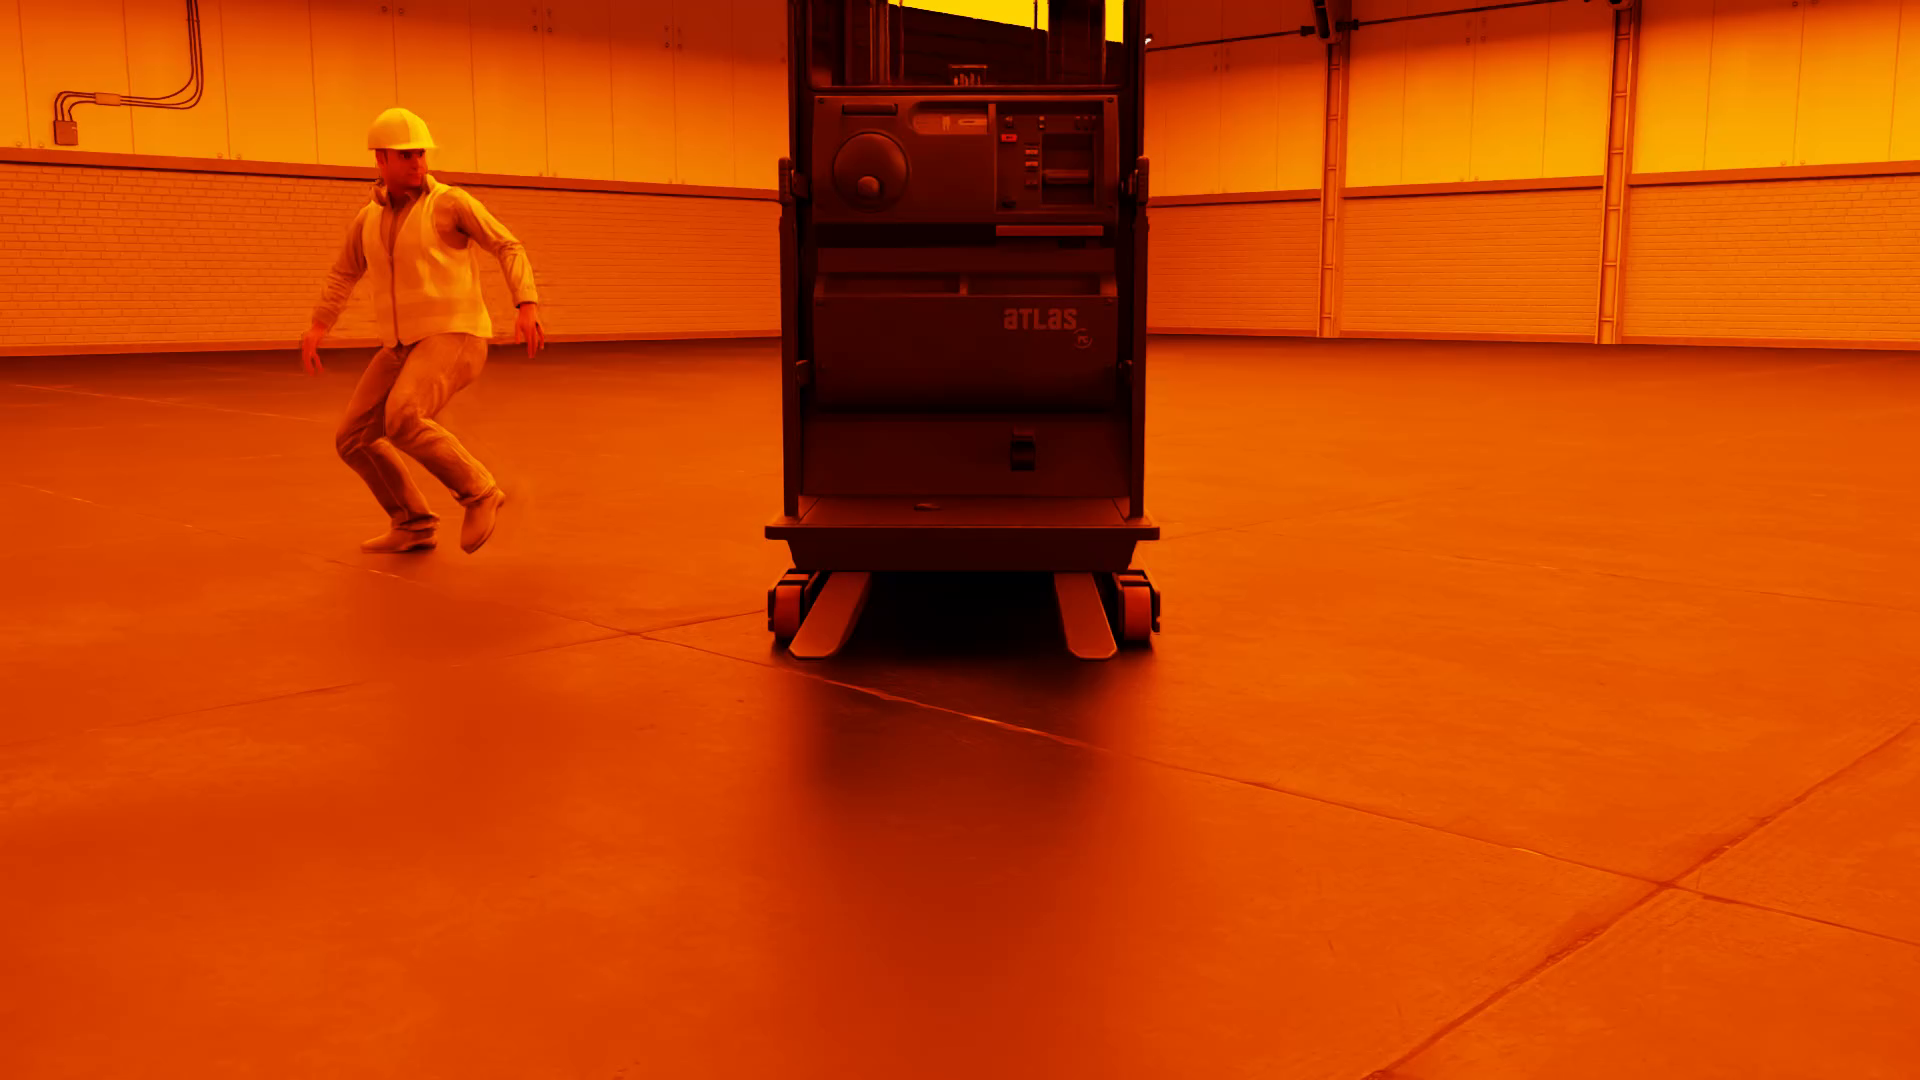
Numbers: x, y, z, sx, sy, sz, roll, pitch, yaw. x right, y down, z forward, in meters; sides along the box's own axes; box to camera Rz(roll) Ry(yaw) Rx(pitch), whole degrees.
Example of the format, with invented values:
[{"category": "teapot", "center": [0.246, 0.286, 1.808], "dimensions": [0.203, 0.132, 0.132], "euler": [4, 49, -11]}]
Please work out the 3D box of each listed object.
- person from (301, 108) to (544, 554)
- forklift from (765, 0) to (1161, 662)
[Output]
[{"category": "person", "center": [-2.042, -0.766, 6.263], "dimensions": [0.802, 1.674, 0.604], "euler": [6, 10, 34]}, {"category": "forklift", "center": [0.015, -1.202, 4.858], "dimensions": [1.130, 2.935, 3.031], "euler": [0, 9, 1]}]
